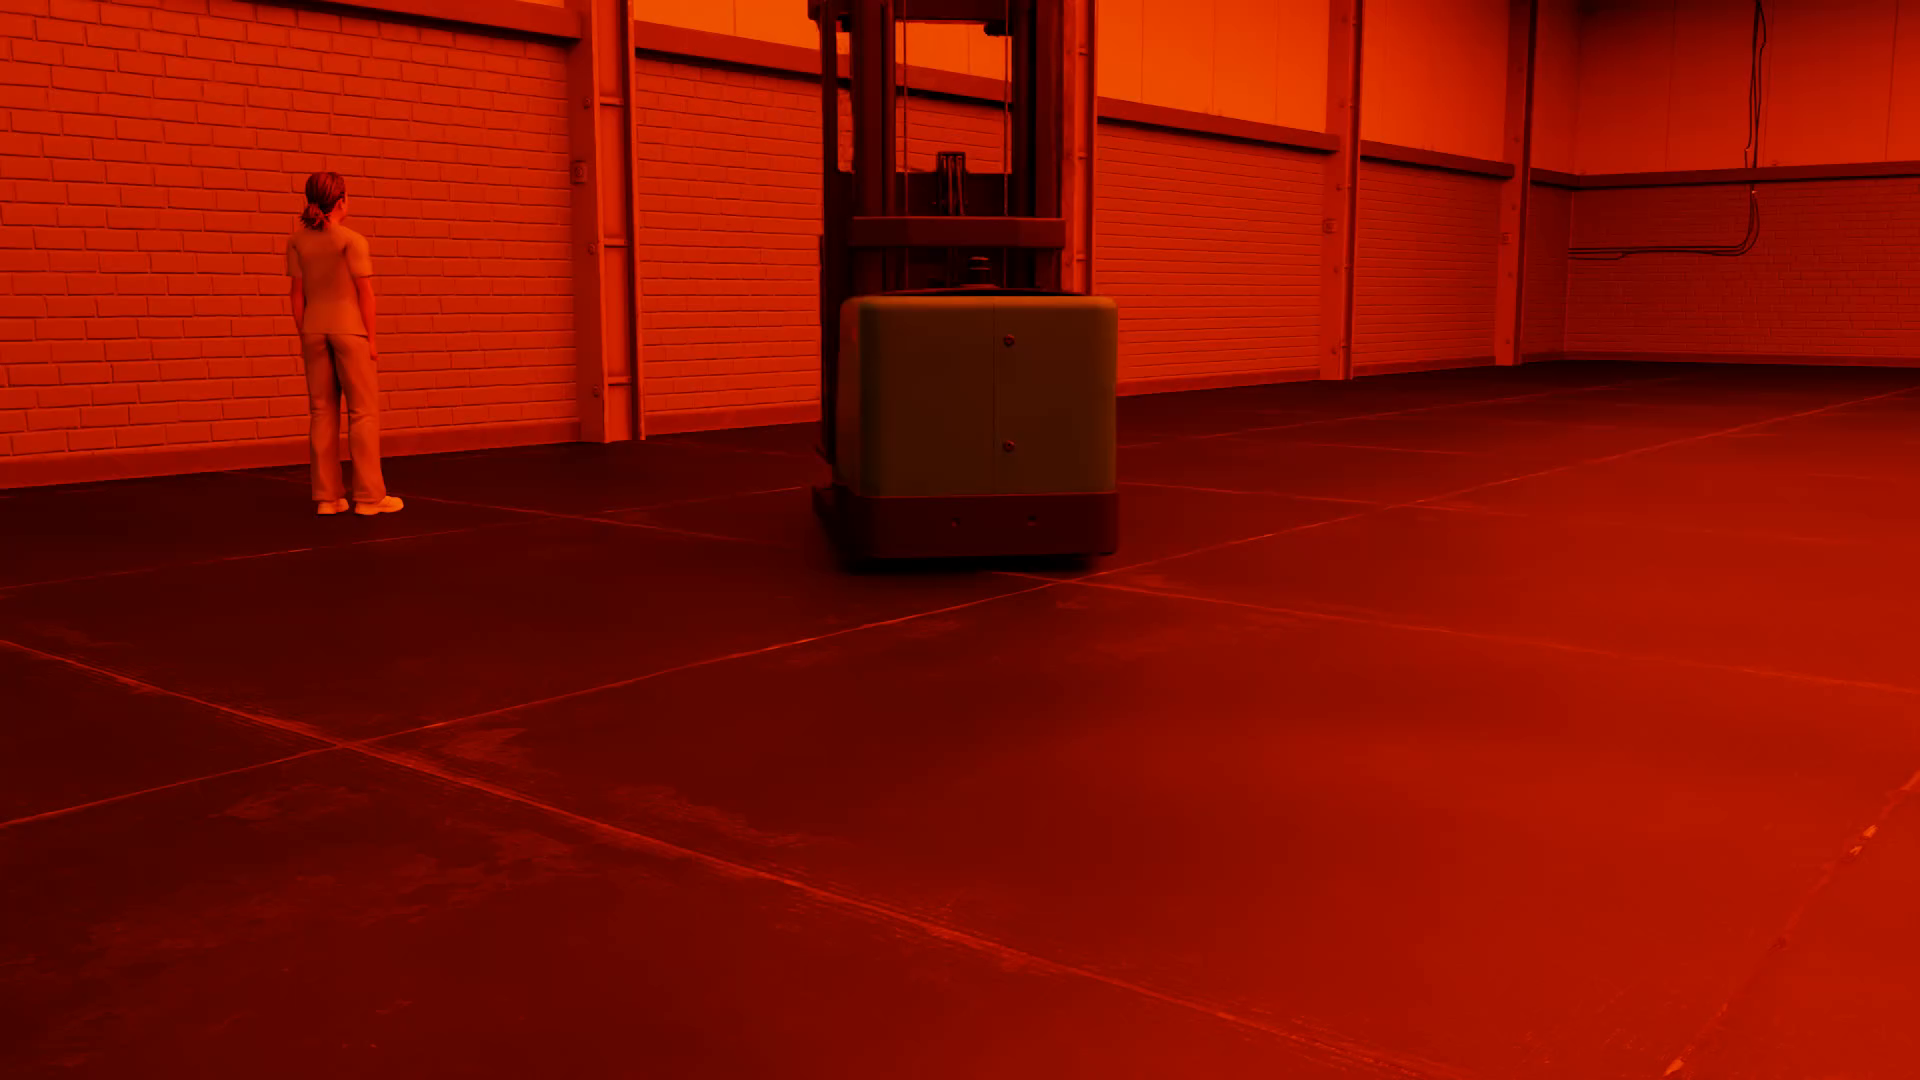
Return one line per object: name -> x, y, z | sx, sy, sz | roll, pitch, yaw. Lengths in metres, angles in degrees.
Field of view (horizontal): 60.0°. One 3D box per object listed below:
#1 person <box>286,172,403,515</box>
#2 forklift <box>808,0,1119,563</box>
person -> -3.059, -0.960, 8.198 | 0.434, 1.671, 0.379 | 1, 8, 7
forklift -> -0.120, -1.533, 7.758 | 1.130, 2.935, 3.031 | -1, 8, -9
